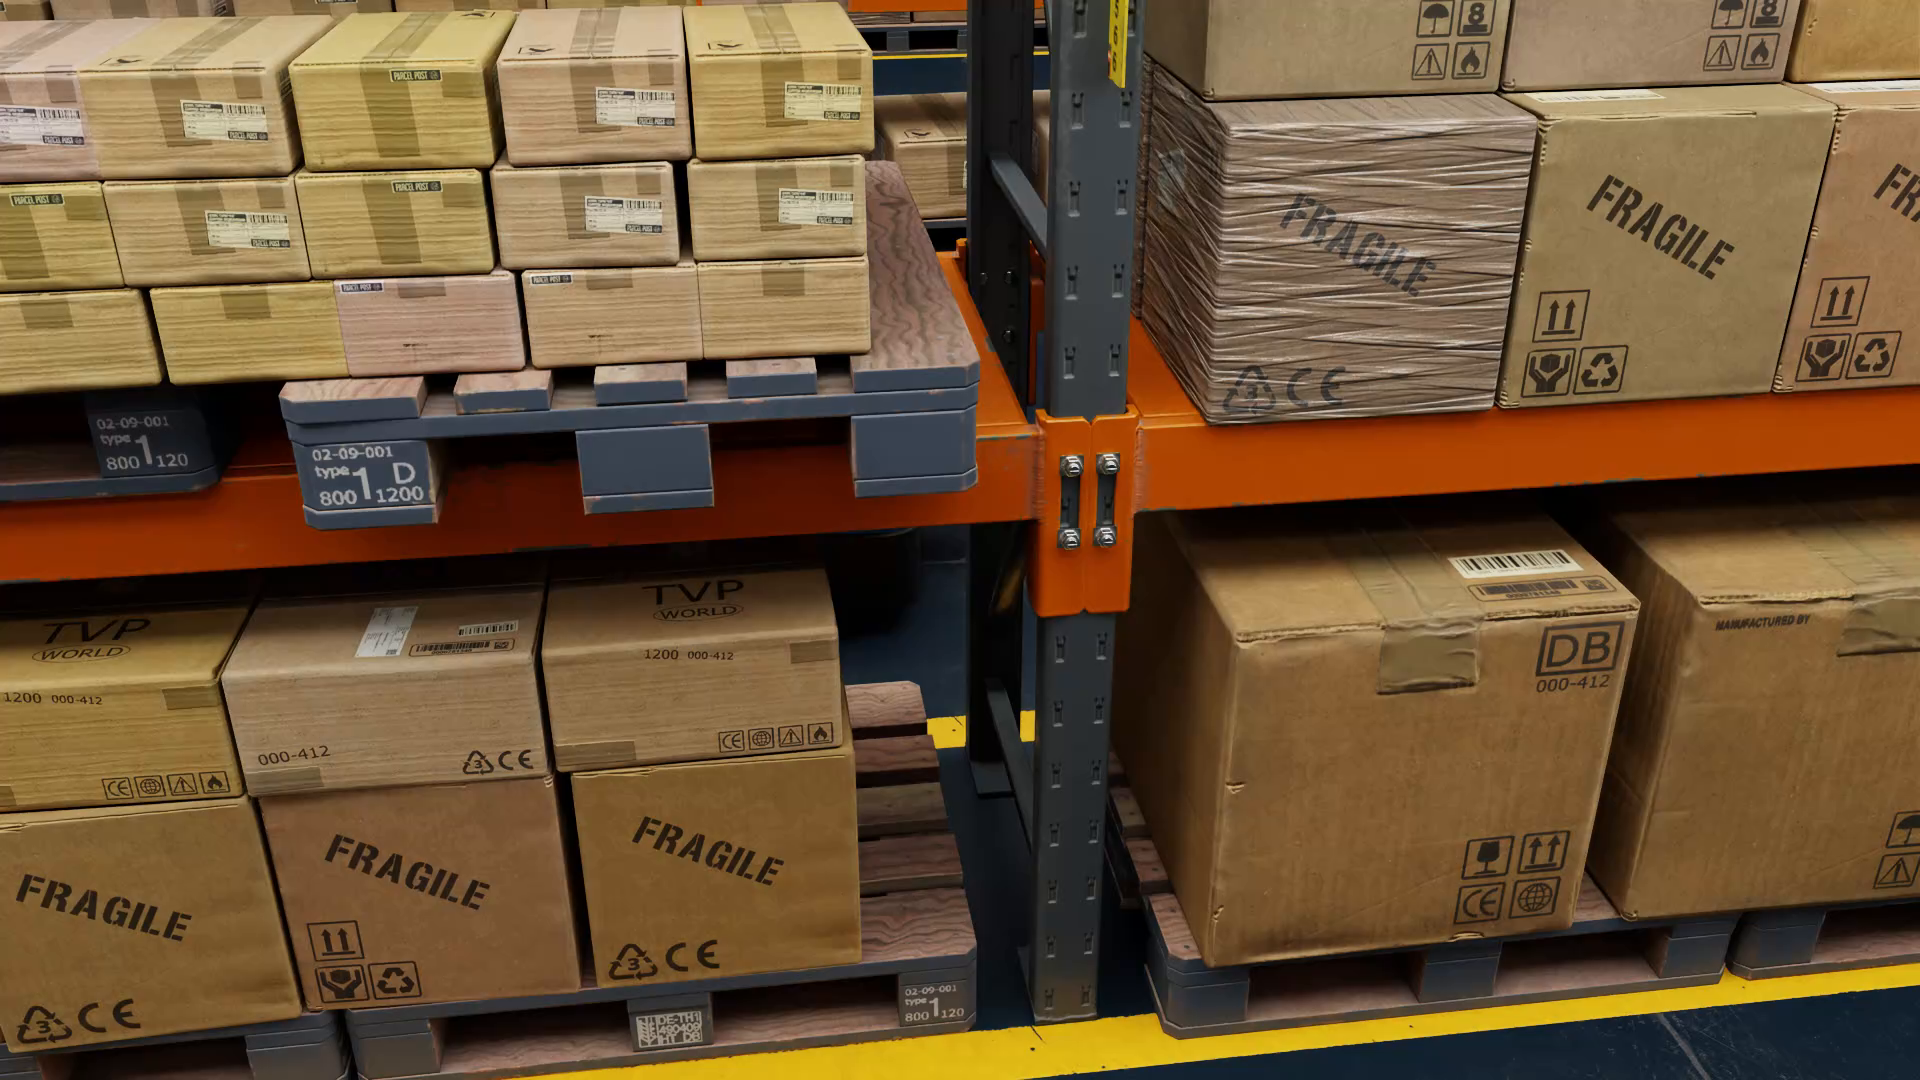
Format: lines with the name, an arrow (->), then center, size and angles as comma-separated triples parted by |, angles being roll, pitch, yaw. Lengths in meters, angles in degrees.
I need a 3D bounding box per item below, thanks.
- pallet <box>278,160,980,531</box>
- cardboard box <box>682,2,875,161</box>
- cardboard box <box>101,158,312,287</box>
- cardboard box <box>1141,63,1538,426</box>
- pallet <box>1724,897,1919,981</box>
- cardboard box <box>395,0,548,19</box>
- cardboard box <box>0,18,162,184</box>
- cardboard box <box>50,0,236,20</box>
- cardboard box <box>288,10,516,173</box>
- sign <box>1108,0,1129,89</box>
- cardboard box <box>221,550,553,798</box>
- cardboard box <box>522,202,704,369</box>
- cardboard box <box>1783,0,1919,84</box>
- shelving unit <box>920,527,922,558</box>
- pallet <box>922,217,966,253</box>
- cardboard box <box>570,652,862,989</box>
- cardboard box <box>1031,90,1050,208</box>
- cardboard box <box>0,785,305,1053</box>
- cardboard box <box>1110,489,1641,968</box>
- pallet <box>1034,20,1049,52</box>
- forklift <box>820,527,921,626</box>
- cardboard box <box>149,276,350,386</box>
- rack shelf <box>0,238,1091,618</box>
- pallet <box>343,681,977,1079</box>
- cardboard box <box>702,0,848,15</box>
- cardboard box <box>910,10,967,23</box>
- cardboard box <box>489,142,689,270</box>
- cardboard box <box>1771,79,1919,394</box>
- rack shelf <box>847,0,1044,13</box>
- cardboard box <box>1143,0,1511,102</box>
pallet -> -0.546, -0.407, 2.968 | 1.003, 0.211, 1.213 | -4, 27, -7
cardboard box -> -0.277, -0.688, 2.468 | 0.250, 0.149, 0.380 | -5, 28, -9
cardboard box -> -1.053, -0.505, 2.438 | 0.250, 0.149, 0.380 | -4, 27, -7
cardboard box -> 0.627, -0.537, 2.902 | 0.500, 0.500, 0.500 | -3, 27, -7
pallet -> 2.141, 0.562, 3.923 | 1.213, 0.211, 1.003 | -4, 27, -7
cardboard box -> -0.849, -0.952, 2.984 | 0.250, 0.149, 0.380 | -4, 27, -7
cardboard box -> -1.289, -0.625, 2.345 | 0.250, 0.149, 0.380 | -4, 27, -7
cardboard box -> -1.379, -0.918, 2.916 | 0.250, 0.149, 0.380 | -2, 27, -5
cardboard box -> -0.785, -0.656, 2.406 | 0.250, 0.149, 0.380 | -3, 27, -6
sign -> 0.230, -0.821, 2.384 | 0.005, 0.325, 0.100 | -4, 27, -7
cardboard box -> -0.995, 0.205, 3.022 | 0.500, 0.250, 0.500 | -3, 27, -6
cardboard box -> -0.526, -0.407, 2.573 | 0.250, 0.149, 0.380 | -4, 27, -7
cardboard box -> 1.599, -1.166, 3.032 | 0.500, 0.500, 0.700 | -4, 27, -8
shelving unit -> -0.005, -0.461, 4.998 | 0.252, 1.050, 0.215 | -1, 27, -2
pallet -> 0.129, -1.626, 8.188 | 1.213, 0.211, 1.003 | -4, 27, -7
cardboard box -> -0.471, 0.499, 3.270 | 0.500, 0.500, 0.500 | -4, 27, -7
cardboard box -> 0.645, -1.917, 8.119 | 0.625, 0.372, 0.950 | -4, 27, -8
cardboard box -> -1.507, 0.571, 3.129 | 0.500, 0.500, 0.500 | -5, 28, -9
cardboard box -> 0.760, 0.230, 3.521 | 0.750, 0.750, 1.050 | -4, 27, -8
pallet -> 0.686, -3.931, 12.681 | 1.213, 0.211, 1.003 | -4, 27, -7
forklift -> -1.650, -1.239, 4.455 | 3.031, 2.935, 1.130 | -2, 27, -3
cardboard box -> -1.028, -0.376, 2.513 | 0.250, 0.149, 0.380 | -4, 27, -8
rack shelf -> -1.836, -0.139, 3.023 | 4.000, 0.370, 1.077 | -4, 27, -7
pallet -> -0.629, 0.703, 3.648 | 1.213, 0.211, 1.003 | -4, 27, -7
cardboard box -> -0.344, -0.984, 3.045 | 0.250, 0.149, 0.380 | -4, 27, -7
cardboard box -> -0.075, -4.270, 12.428 | 0.625, 0.625, 0.875 | -3, 27, -5
cardboard box -> -0.545, -0.539, 2.503 | 0.250, 0.149, 0.380 | -3, 27, -5
cardboard box -> 1.629, -0.603, 3.029 | 0.500, 0.500, 0.500 | -4, 27, -7
rack shelf -> 1.335, -2.625, 7.867 | 4.000, 0.370, 1.077 | -4, 27, -7
cardboard box -> 0.591, -1.100, 2.902 | 0.500, 0.500, 0.700 | -4, 27, -7
